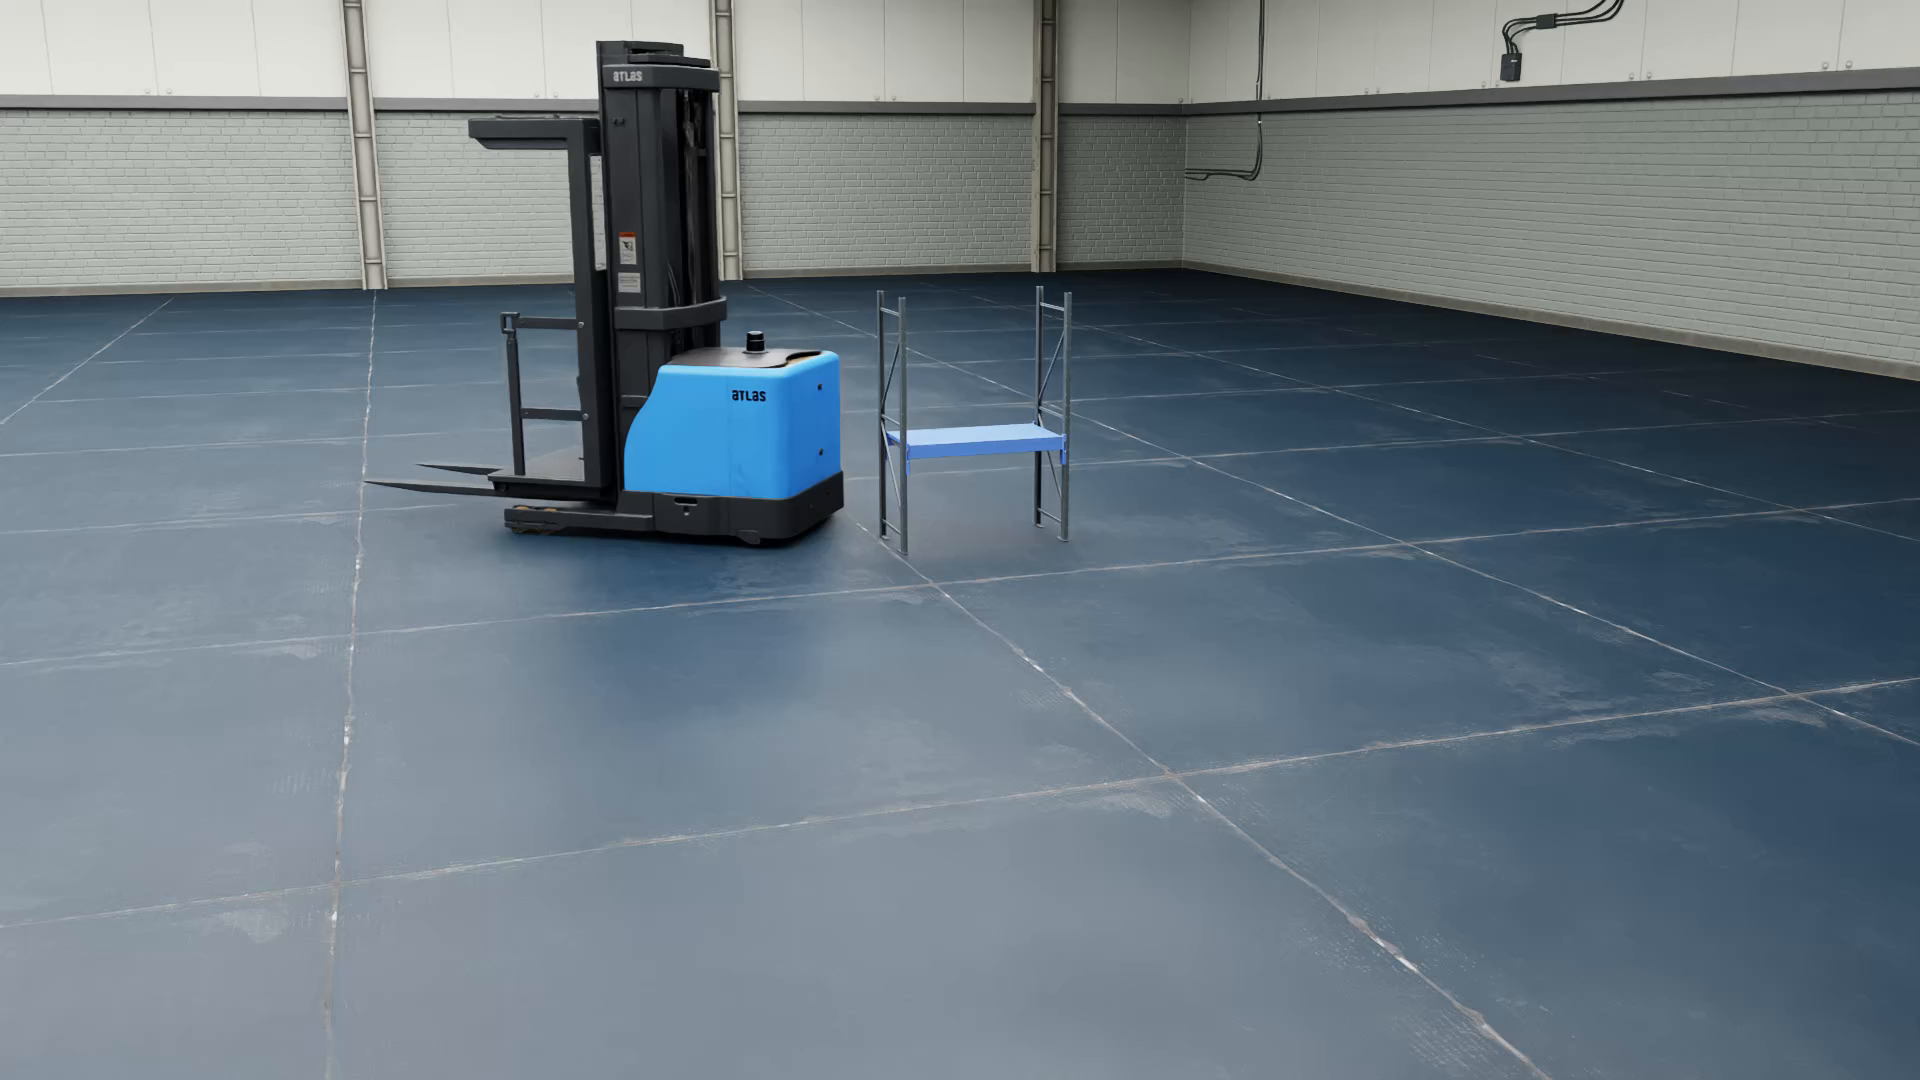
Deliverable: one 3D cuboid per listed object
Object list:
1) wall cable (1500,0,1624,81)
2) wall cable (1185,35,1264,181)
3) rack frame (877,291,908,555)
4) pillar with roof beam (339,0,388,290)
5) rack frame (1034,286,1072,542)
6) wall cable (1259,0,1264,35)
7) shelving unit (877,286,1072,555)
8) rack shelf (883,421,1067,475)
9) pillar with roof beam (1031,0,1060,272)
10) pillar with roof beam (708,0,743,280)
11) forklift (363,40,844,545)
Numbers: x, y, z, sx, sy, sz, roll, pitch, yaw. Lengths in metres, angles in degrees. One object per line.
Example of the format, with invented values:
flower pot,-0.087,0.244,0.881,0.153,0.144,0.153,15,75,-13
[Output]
wall cable,7.809,-8.974,21.075,0.169,6.003,2.305,-4,14,-18
wall cable,4.796,-7.892,30.586,0.112,2.526,3.097,-4,14,-18
rack frame,-0.401,-0.698,9.838,0.032,1.500,0.500,-4,14,-18
pillar with roof beam,-8.418,-7.645,22.839,0.400,9.000,9.100,-4,14,-18
rack frame,0.563,-0.773,10.153,0.032,1.500,0.500,-4,14,-18
wall cable,5.659,-9.756,27.507,0.112,2.526,3.097,-4,14,-18
shelving unit,0.081,-0.736,9.996,1.048,1.500,0.538,-4,14,-18
rack shelf,0.081,-0.561,10.037,1.000,0.185,0.538,-4,14,-18
pillar with roof beam,2.956,-8.531,26.562,0.400,9.000,9.100,-4,14,-18
pillar with roof beam,-2.731,-8.088,24.700,0.400,9.000,9.100,-4,14,-18
forklift,-2.325,-1.569,10.404,3.031,2.935,1.130,4,14,15
